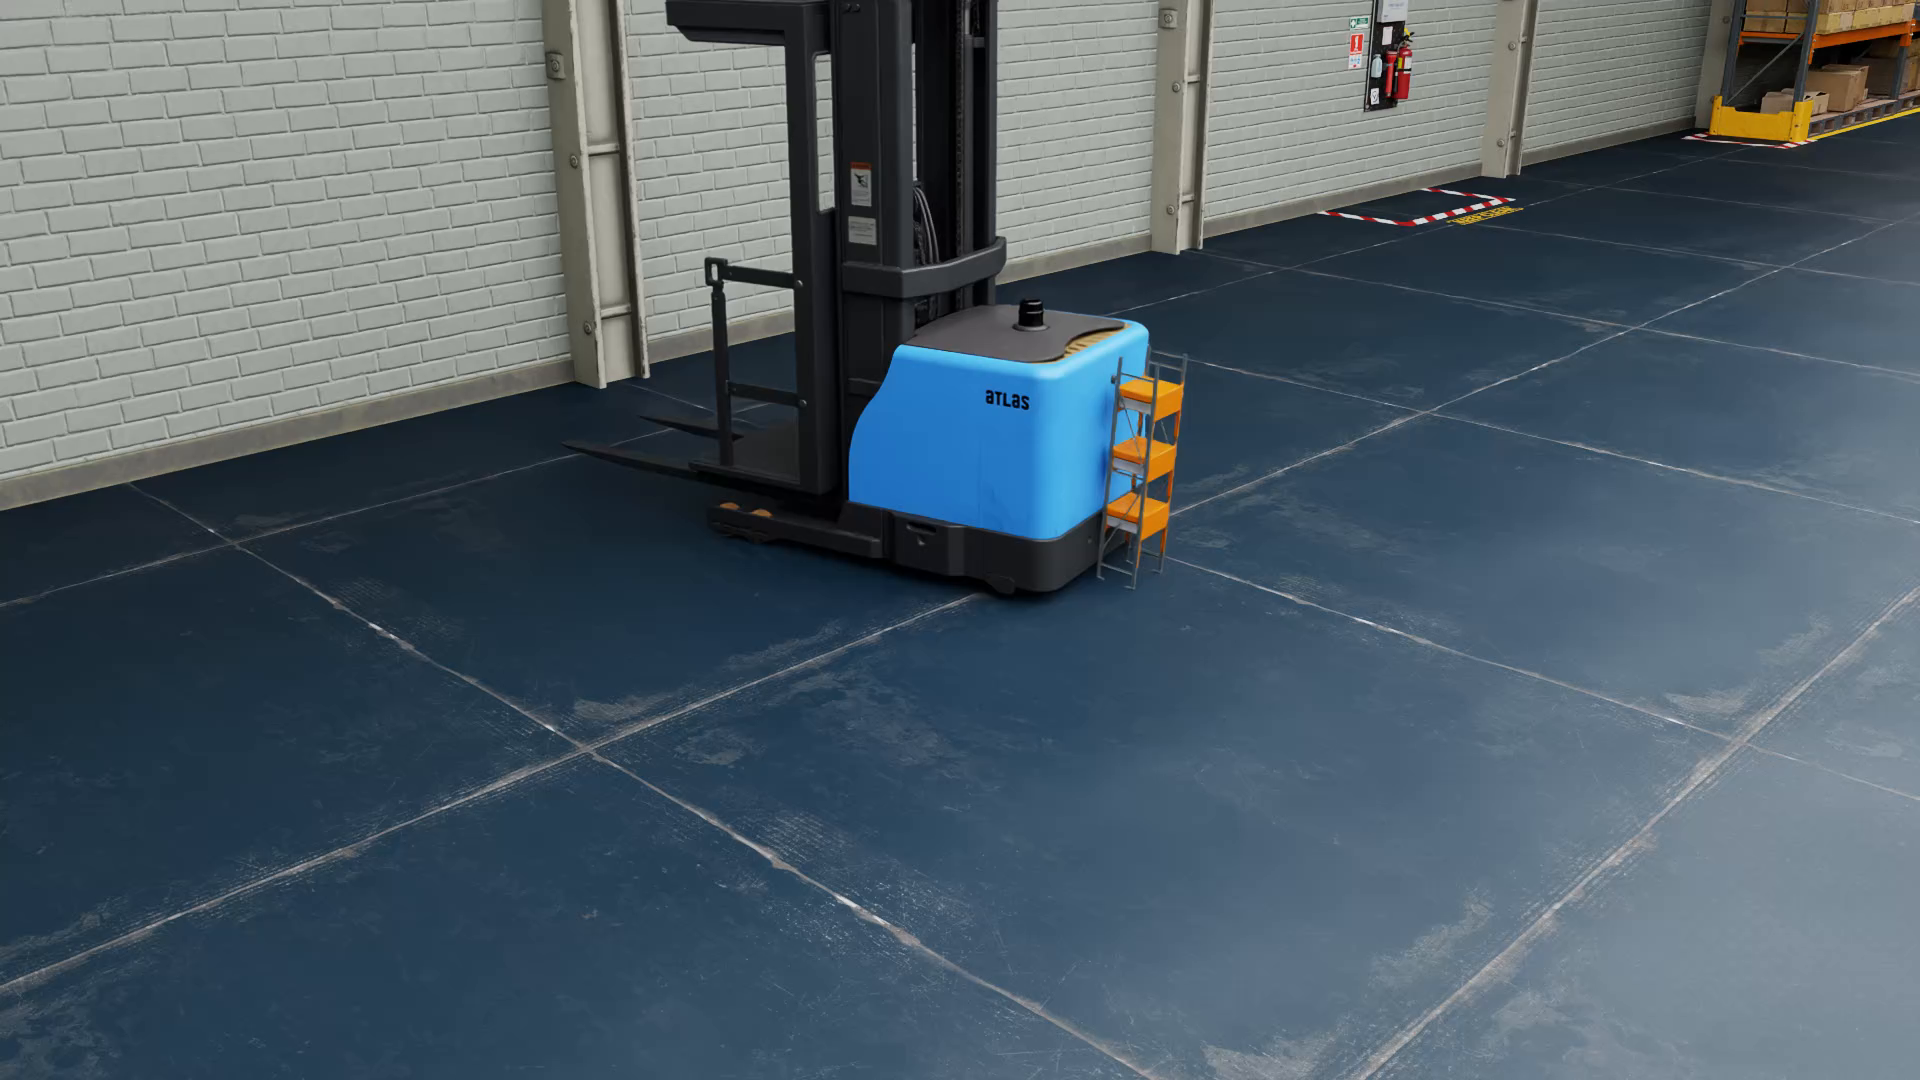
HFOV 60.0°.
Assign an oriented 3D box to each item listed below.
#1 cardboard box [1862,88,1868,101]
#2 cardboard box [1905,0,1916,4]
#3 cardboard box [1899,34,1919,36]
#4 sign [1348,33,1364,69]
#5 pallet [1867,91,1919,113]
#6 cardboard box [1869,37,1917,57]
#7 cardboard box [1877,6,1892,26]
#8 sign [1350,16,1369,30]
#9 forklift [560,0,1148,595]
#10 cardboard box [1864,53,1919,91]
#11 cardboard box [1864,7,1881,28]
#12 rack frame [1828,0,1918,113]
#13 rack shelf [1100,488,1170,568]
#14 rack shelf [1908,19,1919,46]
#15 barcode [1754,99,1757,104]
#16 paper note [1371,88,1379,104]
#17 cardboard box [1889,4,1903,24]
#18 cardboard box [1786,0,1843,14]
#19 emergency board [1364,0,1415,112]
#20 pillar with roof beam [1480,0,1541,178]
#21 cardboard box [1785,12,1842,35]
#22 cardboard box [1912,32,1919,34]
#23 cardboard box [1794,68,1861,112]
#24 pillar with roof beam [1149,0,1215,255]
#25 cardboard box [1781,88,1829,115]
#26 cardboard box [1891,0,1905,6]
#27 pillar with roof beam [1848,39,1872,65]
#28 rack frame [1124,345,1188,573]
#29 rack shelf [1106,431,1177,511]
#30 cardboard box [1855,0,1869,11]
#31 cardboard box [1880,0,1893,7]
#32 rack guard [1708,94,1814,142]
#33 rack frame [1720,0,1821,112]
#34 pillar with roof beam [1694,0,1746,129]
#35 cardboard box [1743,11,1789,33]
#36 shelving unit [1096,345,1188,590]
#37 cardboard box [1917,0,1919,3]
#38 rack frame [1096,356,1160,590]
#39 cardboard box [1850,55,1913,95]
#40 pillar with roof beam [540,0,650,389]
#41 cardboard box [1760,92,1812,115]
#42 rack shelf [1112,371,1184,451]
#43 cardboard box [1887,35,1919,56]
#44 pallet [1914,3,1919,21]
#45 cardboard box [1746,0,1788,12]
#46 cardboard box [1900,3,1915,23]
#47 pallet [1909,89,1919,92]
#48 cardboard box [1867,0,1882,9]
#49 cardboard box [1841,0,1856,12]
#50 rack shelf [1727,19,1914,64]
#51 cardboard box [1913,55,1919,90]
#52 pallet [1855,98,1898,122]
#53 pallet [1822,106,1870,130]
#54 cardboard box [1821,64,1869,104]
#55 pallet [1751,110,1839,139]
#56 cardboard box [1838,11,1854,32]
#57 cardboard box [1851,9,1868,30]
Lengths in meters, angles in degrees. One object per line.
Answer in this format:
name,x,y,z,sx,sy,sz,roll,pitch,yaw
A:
cardboard box,12.863,-6.447,24.004,0.380,0.166,0.250,15,26,34
cardboard box,13.106,-7.800,23.323,0.500,0.500,0.500,19,28,41
cardboard box,14.742,-7.664,25.659,0.500,0.250,0.500,19,28,40
sign,3.896,-4.810,16.358,0.001,0.329,0.234,19,28,41
pallet,13.757,-6.608,24.974,1.003,0.211,1.213,19,28,41
cardboard box,14.021,-7.406,24.986,0.500,0.250,0.500,19,28,40
cardboard box,12.408,-7.192,22.787,0.500,0.250,0.500,19,28,40
sign,3.906,-5.056,16.261,0.001,0.109,0.331,19,28,41
forklift,-0.643,-1.498,7.886,3.031,2.935,1.130,12,24,28
cardboard box,14.041,-7.087,25.203,0.700,0.500,0.500,19,28,40
cardboard box,12.058,-7.062,22.449,0.500,0.250,0.500,20,28,41
rack frame,13.214,-7.710,23.952,1.000,3.000,0.127,19,28,41
rack shelf,0.790,-0.055,7.536,0.215,0.259,0.240,19,28,31
rack shelf,14.610,-7.888,25.418,1.077,0.370,4.000,19,28,41
barcode,10.697,-5.896,22.355,0.001,0.075,0.075,19,28,41
paper note,4.183,-4.470,16.752,0.016,0.148,0.142,19,28,41
cardboard box,12.748,-7.325,23.133,0.500,0.250,0.500,19,28,41
cardboard box,10.972,-7.018,21.289,0.500,0.500,0.500,19,28,41
emergency board,4.356,-4.910,16.667,0.194,1.169,0.643,19,28,41
pillar with roof beam,9.191,-7.258,14.416,9.100,9.000,0.400,19,28,41
cardboard box,10.992,-6.667,21.419,0.500,0.250,0.500,18,28,39
cardboard box,15.097,-7.797,26.006,0.500,0.250,0.500,-20,28,-41
cardboard box,11.916,-6.198,22.890,0.700,0.500,0.500,17,27,37
pillar with roof beam,5.006,-5.716,10.403,9.100,9.000,0.400,19,28,41
cardboard box,11.369,-5.933,22.465,0.500,0.311,0.500,-17,27,-38
cardboard box,12.762,-7.670,22.985,0.500,0.500,0.500,19,28,40
pillar with roof beam,17.563,-10.343,22.441,9.100,9.000,0.400,19,28,41
rack frame,0.879,-0.355,7.513,0.200,1.050,0.008,19,28,31
rack shelf,0.807,-0.309,7.425,0.215,0.259,0.240,19,28,31
cardboard box,11.689,-7.274,21.954,0.500,0.500,0.500,18,27,39
cardboard box,12.403,-7.543,22.656,0.500,0.500,0.500,18,28,39
rack guard,10.477,-5.534,21.776,1.175,0.500,0.348,19,28,41
rack frame,10.424,-6.681,21.277,1.000,3.000,0.127,19,28,41
pillar with roof beam,13.377,-8.801,18.428,9.100,9.000,0.400,19,28,41
cardboard box,10.611,-6.789,21.739,0.500,0.250,0.500,-20,28,-41
shelving unit,0.807,-0.319,7.421,0.215,1.050,0.252,19,28,31
cardboard box,13.594,-8.084,24.173,0.700,0.500,0.500,19,28,41
rack frame,0.736,-0.284,7.329,0.200,1.050,0.008,19,28,31
cardboard box,13.716,-6.941,24.824,0.500,0.500,0.700,-19,28,-40
pillar with roof beam,0.820,-4.174,6.390,9.100,9.000,0.400,19,28,41
cardboard box,10.971,-5.787,22.084,0.500,0.311,0.500,15,26,35
rack shelf,0.824,-0.569,7.312,0.215,0.259,0.240,19,28,31
cardboard box,14.381,-7.540,25.337,0.500,0.250,0.500,18,28,39
pallet,13.852,-7.780,24.402,1.003,0.211,1.213,19,28,41
cardboard box,10.601,-7.145,21.619,0.500,0.500,0.500,19,28,40
cardboard box,13.101,-7.451,23.461,0.500,0.250,0.500,19,28,41
pallet,14.608,-6.924,25.793,1.003,0.211,1.213,19,28,41
cardboard box,12.041,-7.410,22.307,0.500,0.500,0.500,-19,28,-40
cardboard box,11.324,-7.143,21.613,0.500,0.500,0.500,19,28,41
rack shelf,11.819,-6.860,22.743,1.077,0.370,4.000,19,28,41
cardboard box,14.425,-7.208,25.517,0.700,0.500,0.500,20,28,41
pallet,12.771,-6.226,23.980,1.003,0.211,1.213,19,28,41
pallet,11.920,-5.911,23.160,1.003,0.211,1.213,19,28,41
cardboard box,12.519,-6.471,23.601,0.500,0.500,0.500,17,27,37
pallet,11.069,-5.599,22.348,1.003,0.211,1.213,19,28,41
cardboard box,11.344,-6.804,21.776,0.500,0.250,0.500,18,28,39
cardboard box,11.704,-6.933,22.113,0.500,0.250,0.500,19,28,40
